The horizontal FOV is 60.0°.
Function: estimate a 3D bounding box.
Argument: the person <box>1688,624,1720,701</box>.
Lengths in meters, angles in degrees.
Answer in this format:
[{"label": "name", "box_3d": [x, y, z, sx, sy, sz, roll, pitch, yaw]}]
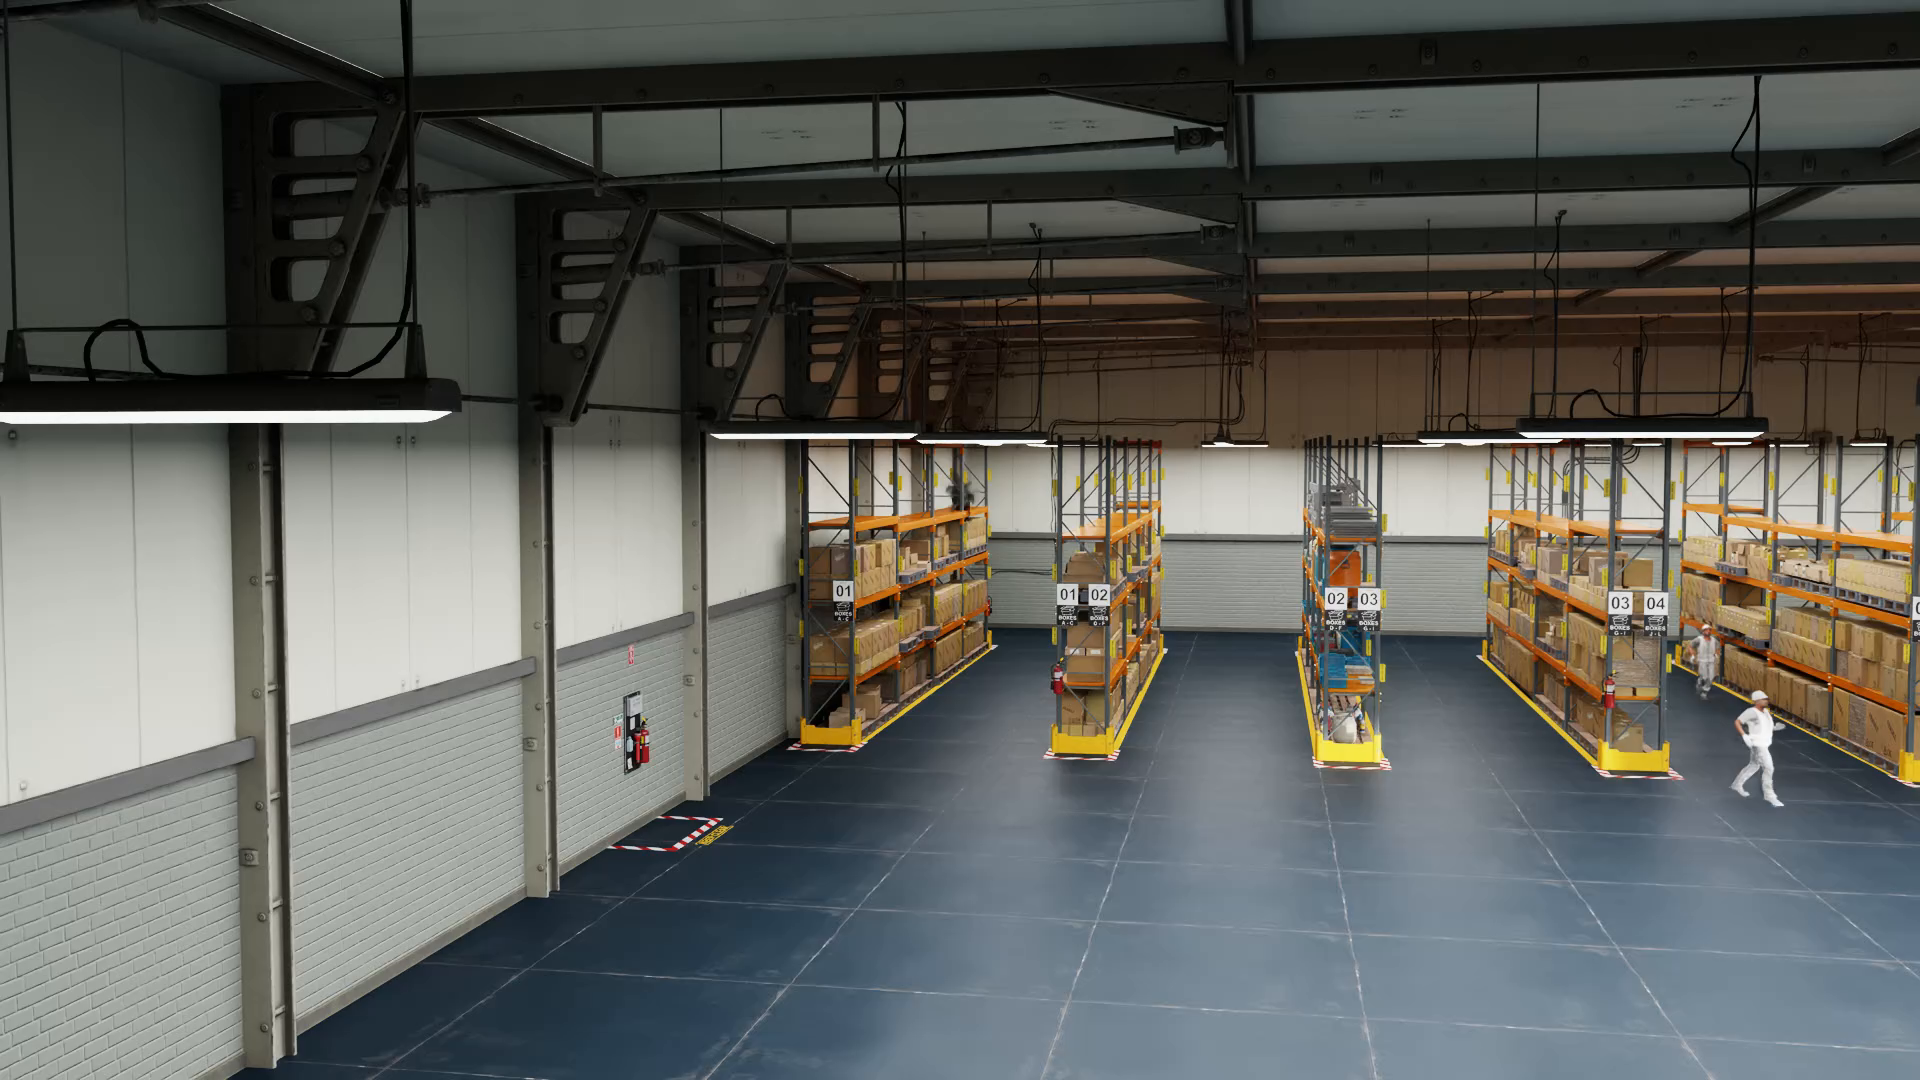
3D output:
[{"label": "person", "box_3d": [17.011, 2.799, 37.902, 0.655, 1.741, 0.573, 0, 3, 4]}]

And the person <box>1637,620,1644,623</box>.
[{"label": "person", "box_3d": [17.789, 2.610, 43.310, 0.573, 1.559, 0.633, 1, 3, 18]}]

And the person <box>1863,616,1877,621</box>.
[{"label": "person", "box_3d": [24.671, 2.504, 44.997, 0.735, 1.606, 0.482, 1, 3, 18]}]

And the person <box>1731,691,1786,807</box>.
[{"label": "person", "box_3d": [12.945, 3.353, 26.962, 0.877, 1.822, 0.672, 3, 4, 43]}]
